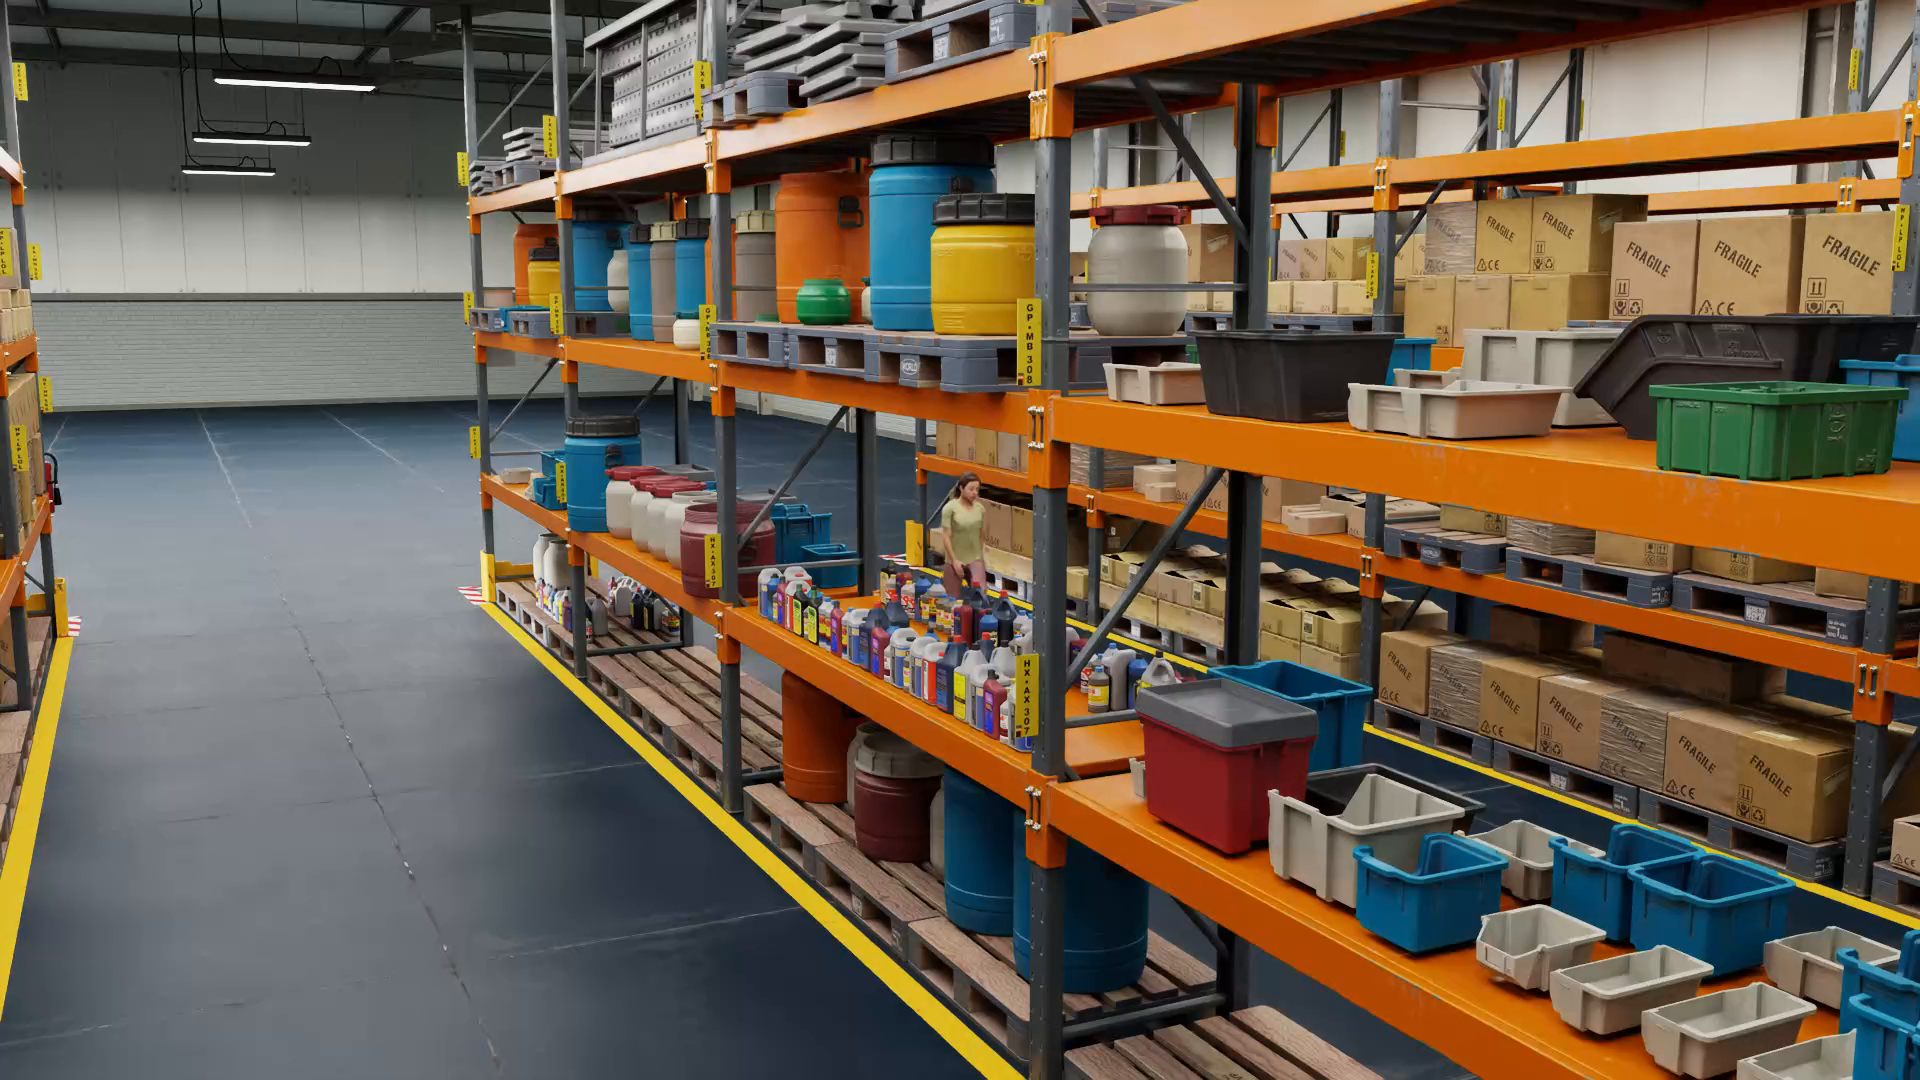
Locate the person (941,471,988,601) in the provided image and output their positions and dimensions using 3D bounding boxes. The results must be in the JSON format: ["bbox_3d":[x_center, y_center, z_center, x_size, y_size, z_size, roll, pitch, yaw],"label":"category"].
[{"bbox_3d":[0.046,0.194,14.718,0.444,1.616,0.913,-3,9,-18],"label":"person"}]
